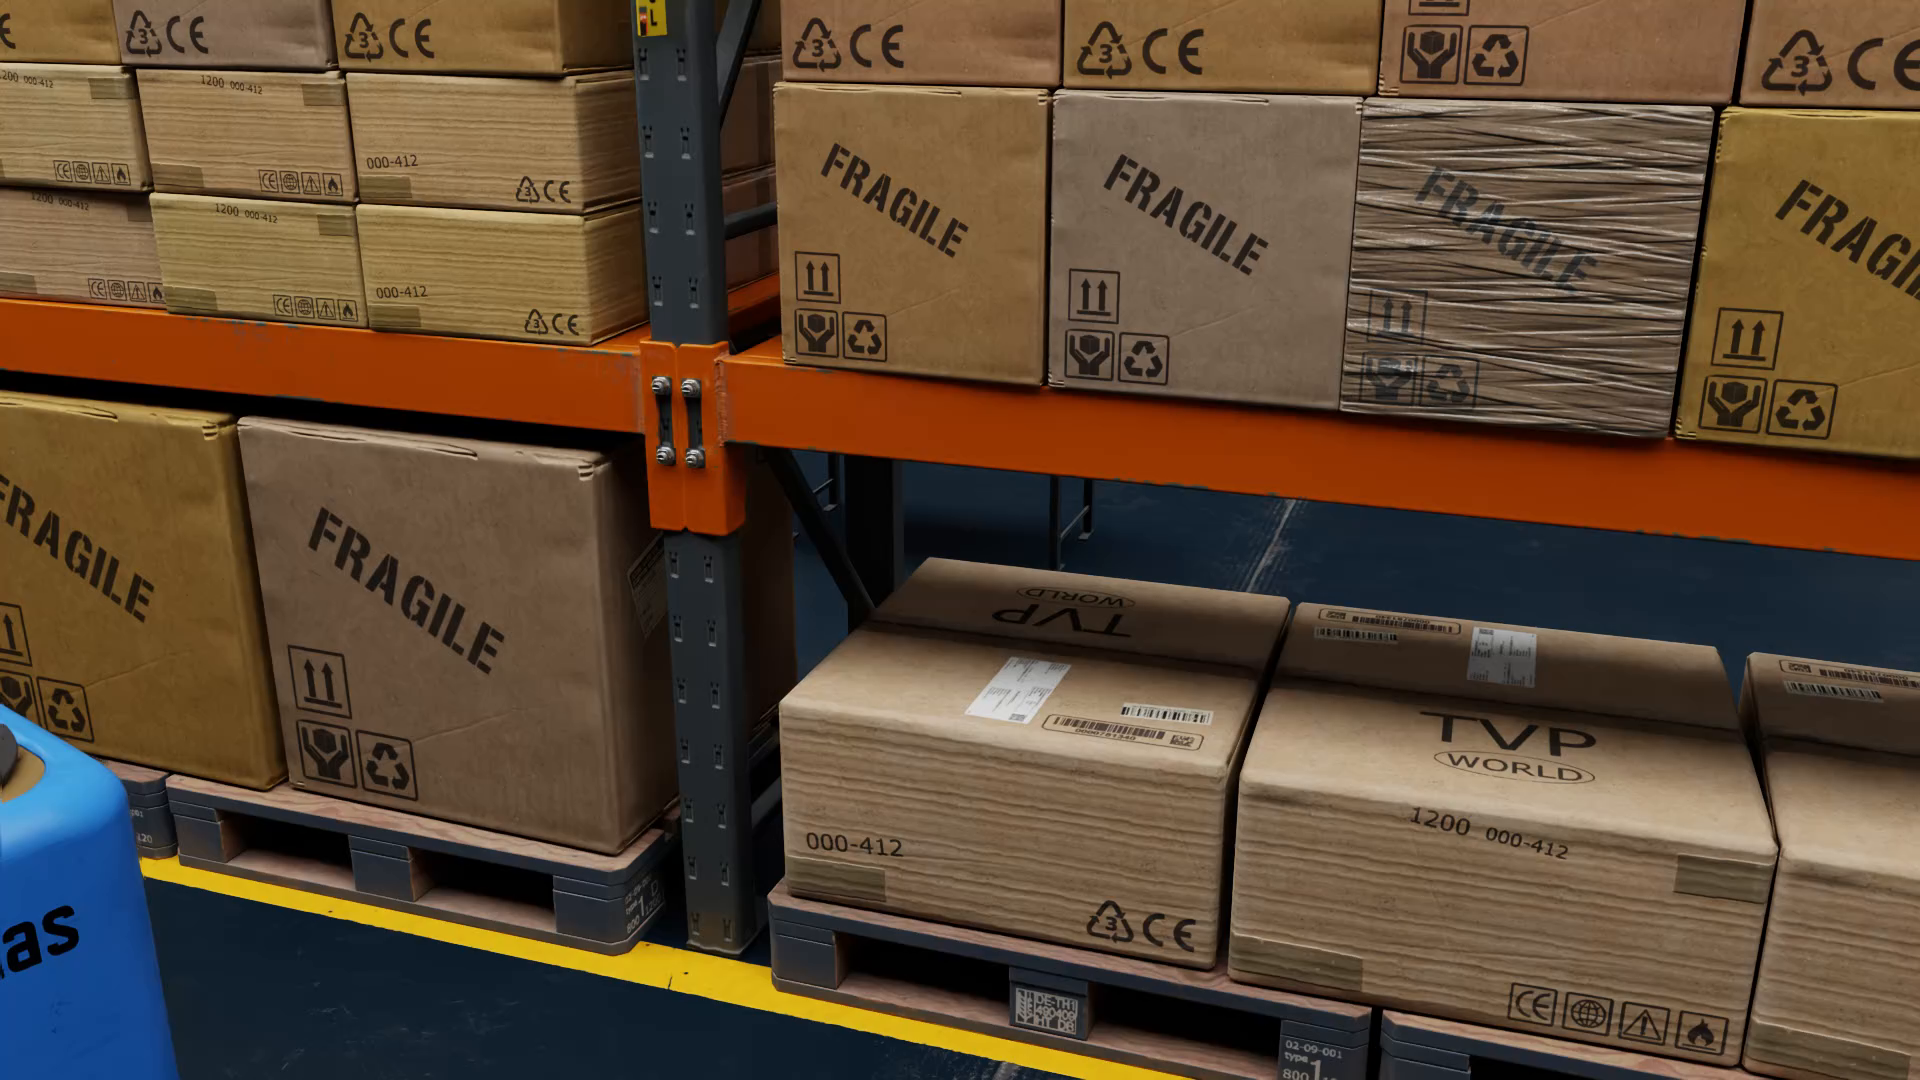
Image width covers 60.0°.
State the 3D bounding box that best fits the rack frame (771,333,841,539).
[{"bbox_3d":[-0.561,-0.772,6.013,0.032,1.500,0.500,7,20,18],"label":"rack frame"}]

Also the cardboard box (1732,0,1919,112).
[{"bbox_3d":[1.439,-0.910,2.460,0.500,0.500,0.500,6,20,18],"label":"cardboard box"}]

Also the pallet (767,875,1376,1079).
[{"bbox_3d":[0.331,0.735,3.648,1.213,0.211,1.003,7,20,18],"label":"pallet"}]

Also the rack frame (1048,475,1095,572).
[{"bbox_3d":[0.400,-0.663,5.698,0.032,1.500,0.500,7,20,18],"label":"rack frame"}]

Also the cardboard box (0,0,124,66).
[{"bbox_3d":[-1.830,-1.292,3.556,0.500,0.500,0.500,7,20,20],"label":"cardboard box"}]

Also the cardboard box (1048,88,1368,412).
[{"bbox_3d":[0.469,-0.548,2.939,0.500,0.500,0.500,7,20,18],"label":"cardboard box"}]

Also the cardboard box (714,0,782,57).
[{"bbox_3d":[-0.683,-1.345,3.706,0.500,0.500,0.500,7,20,19],"label":"cardboard box"}]

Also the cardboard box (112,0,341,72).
[{"bbox_3d":[-1.358,-1.232,3.381,0.500,0.500,0.500,7,20,19],"label":"cardboard box"}]

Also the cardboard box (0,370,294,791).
[{"bbox_3d":[-1.830,-0.021,4.169,0.875,0.875,0.875,7,20,20],"label":"cardboard box"}]

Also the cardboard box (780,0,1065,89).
[{"bbox_3d":[0.008,-1.081,2.950,0.500,0.500,0.500,7,20,18],"label":"cardboard box"}]

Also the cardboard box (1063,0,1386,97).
[{"bbox_3d":[0.483,-1.025,2.787,0.500,0.500,0.500,6,20,17],"label":"cardboard box"}]

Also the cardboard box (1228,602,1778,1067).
[{"bbox_3d":[1.042,0.521,3.280,0.875,0.438,0.875,6,20,16],"label":"cardboard box"}]

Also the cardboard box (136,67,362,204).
[{"bbox_3d":[-1.333,-0.877,3.505,0.500,0.250,0.500,7,20,19],"label":"cardboard box"}]

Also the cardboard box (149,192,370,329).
[{"bbox_3d":[-1.349,-0.643,3.592,0.500,0.250,0.500,6,20,17],"label":"cardboard box"}]

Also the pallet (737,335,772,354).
[{"bbox_3d":[-0.725,-1.137,9.016,1.213,0.211,1.003,7,20,18],"label":"pallet"}]

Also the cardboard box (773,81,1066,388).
[{"bbox_3d":[-0.005,-0.604,3.099,0.500,0.500,0.500,7,20,20],"label":"cardboard box"}]

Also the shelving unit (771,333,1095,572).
[{"bbox_3d":[-0.081,-0.717,5.856,1.048,1.500,0.538,7,20,18],"label":"shelving unit"}]

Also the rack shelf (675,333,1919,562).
[{"bbox_3d":[1.527,-0.133,2.993,4.000,0.370,1.077,7,20,18],"label":"rack shelf"}]

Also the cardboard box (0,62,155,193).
[{"bbox_3d":[-1.824,-0.932,3.660,0.500,0.250,0.500,7,20,19],"label":"cardboard box"}]

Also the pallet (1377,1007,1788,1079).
[{"bbox_3d":[1.487,0.866,3.271,1.213,0.211,1.003,7,20,18],"label":"pallet"}]

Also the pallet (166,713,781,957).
[{"bbox_3d":[-1.116,0.568,4.125,1.213,0.211,1.003,7,20,18],"label":"pallet"}]

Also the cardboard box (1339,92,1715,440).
[{"bbox_3d":[0.937,-0.492,2.779,0.500,0.500,0.500,7,20,18],"label":"cardboard box"}]

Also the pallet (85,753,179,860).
[{"bbox_3d":[-2.272,0.437,4.501,1.213,0.211,1.003,7,20,18],"label":"pallet"}]

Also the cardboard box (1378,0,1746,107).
[{"bbox_3d":[0.964,-0.966,2.619,0.500,0.500,0.500,7,20,19],"label":"cardboard box"}]

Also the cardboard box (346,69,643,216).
[{"bbox_3d":[-0.858,-0.826,3.356,0.500,0.250,0.500,7,20,18],"label":"cardboard box"}]

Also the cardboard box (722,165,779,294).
[{"bbox_3d":[-0.691,-0.747,3.891,0.500,0.250,0.500,6,20,17],"label":"cardboard box"}]

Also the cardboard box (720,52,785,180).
[{"bbox_3d":[-0.685,-0.989,3.824,0.500,0.250,0.500,6,20,16],"label":"cardboard box"}]

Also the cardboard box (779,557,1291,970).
[{"bbox_3d":[0.196,0.424,3.556,0.875,0.438,0.875,6,20,17],"label":"cardboard box"}]

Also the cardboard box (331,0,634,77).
[{"bbox_3d":[-0.866,-1.178,3.228,0.500,0.500,0.500,7,20,20],"label":"cardboard box"}]

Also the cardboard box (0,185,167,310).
[{"bbox_3d":[-1.820,-0.704,3.765,0.500,0.250,0.500,6,20,17],"label":"cardboard box"}]

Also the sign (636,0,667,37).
[{"bbox_3d":[-0.531,-1.028,2.830,0.005,0.325,0.100,7,20,18],"label":"sign"}]

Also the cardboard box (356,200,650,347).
[{"bbox_3d":[-0.868,-0.588,3.433,0.500,0.250,0.500,6,20,17],"label":"cardboard box"}]

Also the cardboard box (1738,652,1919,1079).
[{"bbox_3d":[1.893,0.619,2.999,0.875,0.438,0.875,7,20,20],"label":"cardboard box"}]

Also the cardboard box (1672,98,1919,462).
[{"bbox_3d":[1.424,-0.437,2.620,0.500,0.500,0.500,7,20,20],"label":"cardboard box"}]

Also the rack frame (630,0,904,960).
[{"bbox_3d":[-0.362,-0.688,3.494,0.127,3.000,1.000,7,20,18],"label":"rack frame"}]

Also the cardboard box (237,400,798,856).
[{"bbox_3d":[-0.974,0.074,3.896,0.875,0.875,0.875,7,20,20],"label":"cardboard box"}]

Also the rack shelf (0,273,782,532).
[{"bbox_3d":[-2.251,-0.565,4.232,4.000,0.370,1.077,7,20,18],"label":"rack shelf"}]
